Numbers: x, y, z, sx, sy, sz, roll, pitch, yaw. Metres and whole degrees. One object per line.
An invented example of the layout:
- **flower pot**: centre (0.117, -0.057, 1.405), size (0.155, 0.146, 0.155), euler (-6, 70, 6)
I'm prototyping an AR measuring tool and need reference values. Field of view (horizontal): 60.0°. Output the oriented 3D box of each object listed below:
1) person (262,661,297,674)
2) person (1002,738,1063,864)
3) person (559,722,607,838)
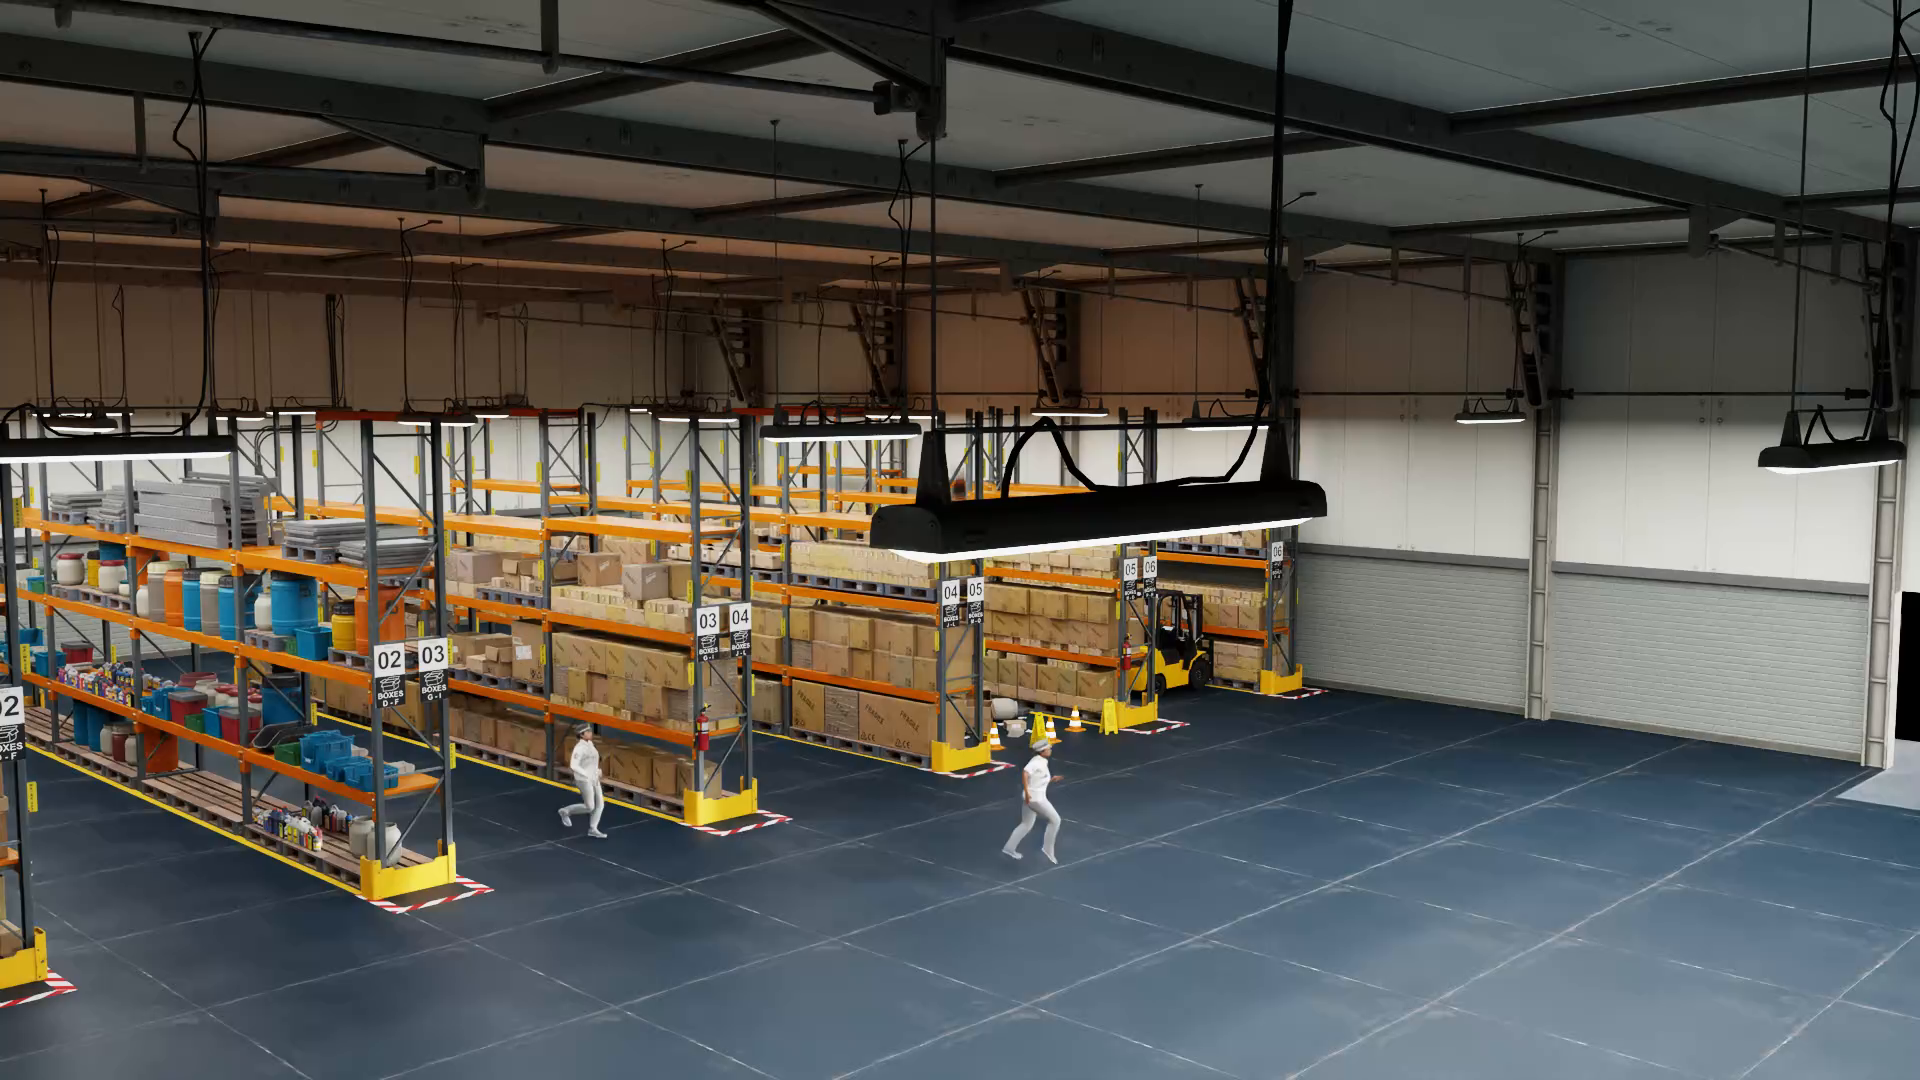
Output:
- **person**: centre (-12.857, 2.671, 31.583), size (0.868, 1.722, 0.668), euler (5, 7, 42)
- **person**: centre (0.995, 3.521, 22.354), size (0.808, 1.726, 0.599), euler (0, 5, -5)
- **person**: centre (-5.370, 3.413, 23.716), size (0.689, 1.674, 0.630), euler (1, 5, 12)
